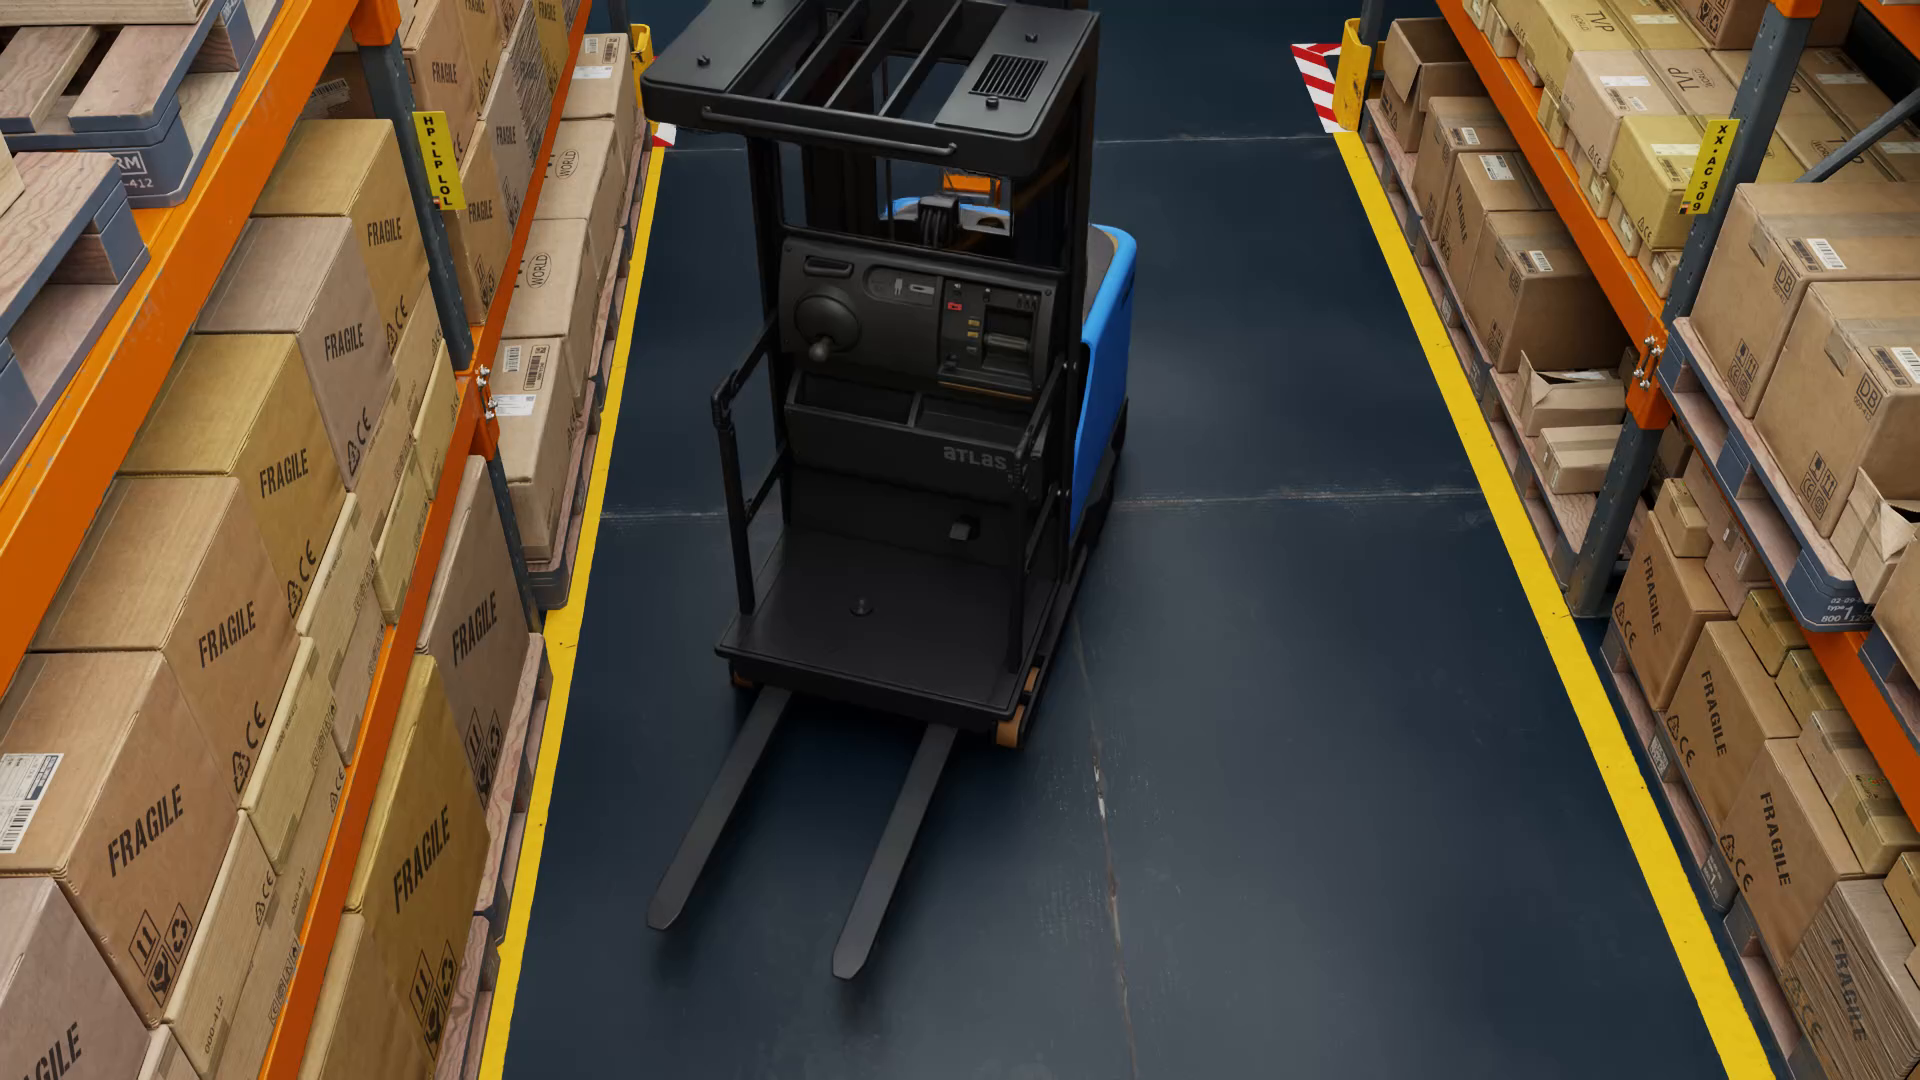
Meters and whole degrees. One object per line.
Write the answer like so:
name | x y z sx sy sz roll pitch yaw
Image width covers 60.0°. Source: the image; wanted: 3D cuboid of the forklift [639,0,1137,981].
forklift | -0.209 -0.641 5.280 1.130 2.935 3.031 12 44 12

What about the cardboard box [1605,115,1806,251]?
cardboard box | 2.597 -1.245 5.780 0.500 0.250 0.500 -1 43 -1

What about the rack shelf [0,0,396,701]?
rack shelf | -2.012 -0.200 3.060 1.077 0.370 4.000 -2 43 -2

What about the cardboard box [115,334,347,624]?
cardboard box | -1.796 -0.128 3.856 0.500 0.500 0.500 0 43 0

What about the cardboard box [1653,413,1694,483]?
cardboard box | 3.070 -0.471 6.723 0.500 0.311 0.500 0 43 0

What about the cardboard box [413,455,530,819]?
cardboard box | -1.991 0.335 5.426 0.875 0.875 0.875 0 43 0

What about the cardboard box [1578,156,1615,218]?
cardboard box | 2.528 -1.320 6.156 0.380 0.149 0.250 -1 43 -1

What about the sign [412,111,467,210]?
sign | -1.555 -1.129 4.964 0.100 0.325 0.005 -2 43 -2

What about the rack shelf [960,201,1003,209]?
rack shelf | 0.038 -1.362 7.054 0.258 0.103 0.180 7 30 8

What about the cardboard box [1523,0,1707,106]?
cardboard box | 2.553 -1.920 6.516 0.500 0.250 0.500 -2 43 -2

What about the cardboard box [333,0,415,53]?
cardboard box | -1.851 -1.574 4.954 0.380 0.149 0.250 -2 43 -2

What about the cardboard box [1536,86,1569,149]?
cardboard box | 2.505 -1.669 6.537 0.380 0.149 0.250 -2 43 -2

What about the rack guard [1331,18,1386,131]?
rack guard | 2.695 -2.582 9.197 1.175 0.500 0.348 -2 43 -2

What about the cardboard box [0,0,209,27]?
cardboard box | -1.850 -1.348 3.536 0.500 0.311 0.500 -2 43 -2

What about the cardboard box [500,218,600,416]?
cardboard box | -2.055 -0.951 7.153 0.875 0.438 0.875 -3 43 -3

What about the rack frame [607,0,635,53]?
rack frame | -2.267 -3.410 8.250 1.000 3.000 0.127 -2 43 -2

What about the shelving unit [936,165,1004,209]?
shelving unit | 0.030 -1.193 7.153 0.258 1.200 0.189 7 30 8

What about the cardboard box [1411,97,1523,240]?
cardboard box | 2.621 -1.794 8.027 0.700 0.500 0.500 0 43 0

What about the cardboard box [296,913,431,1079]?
cardboard box | -1.907 1.549 4.102 0.875 0.875 0.875 -1 43 -1

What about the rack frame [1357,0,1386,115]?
rack frame | 2.692 -3.555 8.408 1.000 3.000 0.127 -2 43 -2

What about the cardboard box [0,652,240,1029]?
cardboard box | -1.741 0.561 3.104 0.500 0.500 0.500 -1 43 -1

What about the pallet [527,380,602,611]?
pallet | -2.051 -0.197 6.809 1.003 0.211 1.213 -2 43 -2

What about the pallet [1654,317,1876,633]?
pallet | 2.787 -0.241 4.935 1.003 0.211 1.213 -2 43 -2

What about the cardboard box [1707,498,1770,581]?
cardboard box | 2.670 -0.012 5.383 0.380 0.149 0.250 -4 43 -4

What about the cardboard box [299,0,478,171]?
cardboard box | -1.875 -1.443 5.290 0.500 0.500 0.500 -1 43 -2

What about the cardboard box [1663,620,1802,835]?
cardboard box | 2.690 0.605 5.410 0.500 0.500 0.500 -2 43 -2

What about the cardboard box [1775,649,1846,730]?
cardboard box | 2.748 0.465 5.081 0.380 0.149 0.250 -2 43 -3

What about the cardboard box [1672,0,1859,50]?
cardboard box | 3.065 -2.198 6.264 0.500 0.500 0.500 -3 43 -3

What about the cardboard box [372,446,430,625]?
cardboard box | -1.806 -0.014 4.657 0.500 0.250 0.500 -2 43 -2

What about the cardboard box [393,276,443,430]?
cardboard box | -1.835 -0.548 4.868 0.500 0.250 0.500 -2 43 -2

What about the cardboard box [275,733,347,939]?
cardboard box | -1.777 0.675 3.904 0.500 0.250 0.500 -2 43 -2

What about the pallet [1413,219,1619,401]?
pallet | 2.779 -1.115 7.811 1.003 0.211 1.213 -2 43 -2

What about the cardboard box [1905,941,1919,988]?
cardboard box | 2.730 1.152 4.333 0.380 0.149 0.250 -4 43 -4

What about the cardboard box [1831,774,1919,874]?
cardboard box | 2.729 0.803 4.713 0.380 0.149 0.250 0 43 0

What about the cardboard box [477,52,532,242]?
cardboard box | -1.873 -1.410 5.995 0.500 0.500 0.500 -1 43 -2

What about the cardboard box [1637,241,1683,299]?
cardboard box | 2.596 -0.970 5.774 0.380 0.149 0.250 -1 43 -1

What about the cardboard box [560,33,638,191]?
cardboard box | -2.139 -2.177 8.491 0.875 0.438 0.875 -3 43 -3

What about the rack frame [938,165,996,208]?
rack frame | 0.014 -1.148 7.074 0.240 1.200 0.006 7 30 8

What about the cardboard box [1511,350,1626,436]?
cardboard box | 2.530 -0.610 6.908 0.396 0.266 0.258 0 43 0

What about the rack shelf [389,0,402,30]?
rack shelf | -2.182 -2.900 6.006 1.077 0.370 4.000 -2 43 -2

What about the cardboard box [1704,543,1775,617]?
cardboard box | 2.700 0.108 5.471 0.380 0.149 0.250 -3 43 -3

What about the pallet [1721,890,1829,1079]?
pallet | 2.989 1.547 4.906 1.003 0.211 1.213 -2 43 -2

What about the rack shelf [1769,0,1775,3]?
rack shelf | 2.777 -3.045 6.165 1.077 0.370 4.000 -2 43 -2

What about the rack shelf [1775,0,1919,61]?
rack shelf | 2.947 -0.345 3.218 1.077 0.370 4.000 -2 43 -2

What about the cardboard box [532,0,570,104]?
cardboard box | -1.909 -2.094 6.741 0.500 0.500 0.500 0 43 -1

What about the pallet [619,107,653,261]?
pallet | -2.155 -1.844 8.606 1.003 0.211 1.213 -2 43 -2

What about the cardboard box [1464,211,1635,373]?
cardboard box | 2.665 -1.093 7.262 0.700 0.500 0.500 -3 43 -3

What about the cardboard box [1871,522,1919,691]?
cardboard box | 2.714 0.167 3.964 0.700 0.500 0.500 -2 43 -2

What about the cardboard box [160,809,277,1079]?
cardboard box | -1.732 0.827 3.369 0.500 0.250 0.500 -2 43 -2

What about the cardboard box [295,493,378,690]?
cardboard box | -1.779 0.139 4.119 0.500 0.250 0.500 -1 43 -1

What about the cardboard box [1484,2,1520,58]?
cardboard box | 2.469 -2.184 7.099 0.380 0.149 0.250 -1 43 -1

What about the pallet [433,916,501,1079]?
pallet | -1.934 1.663 4.779 1.003 0.211 1.213 -2 43 -2

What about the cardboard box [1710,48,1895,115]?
cardboard box | 3.082 -1.589 6.155 0.500 0.250 0.500 -2 43 -2

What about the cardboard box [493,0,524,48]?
cardboard box | -1.901 -2.130 6.040 0.500 0.500 0.500 -1 43 -1

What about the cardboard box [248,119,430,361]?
cardboard box | -1.827 -0.820 4.611 0.500 0.500 0.500 0 43 0

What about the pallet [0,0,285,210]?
pallet | -2.009 -1.127 3.681 0.805 0.209 1.217 -3 43 -4

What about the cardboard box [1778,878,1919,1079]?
cardboard box | 2.723 1.292 4.660 0.500 0.500 0.500 -3 43 -3

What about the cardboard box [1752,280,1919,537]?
cardboard box | 2.681 -0.363 4.542 0.700 0.500 0.500 -1 43 -1
